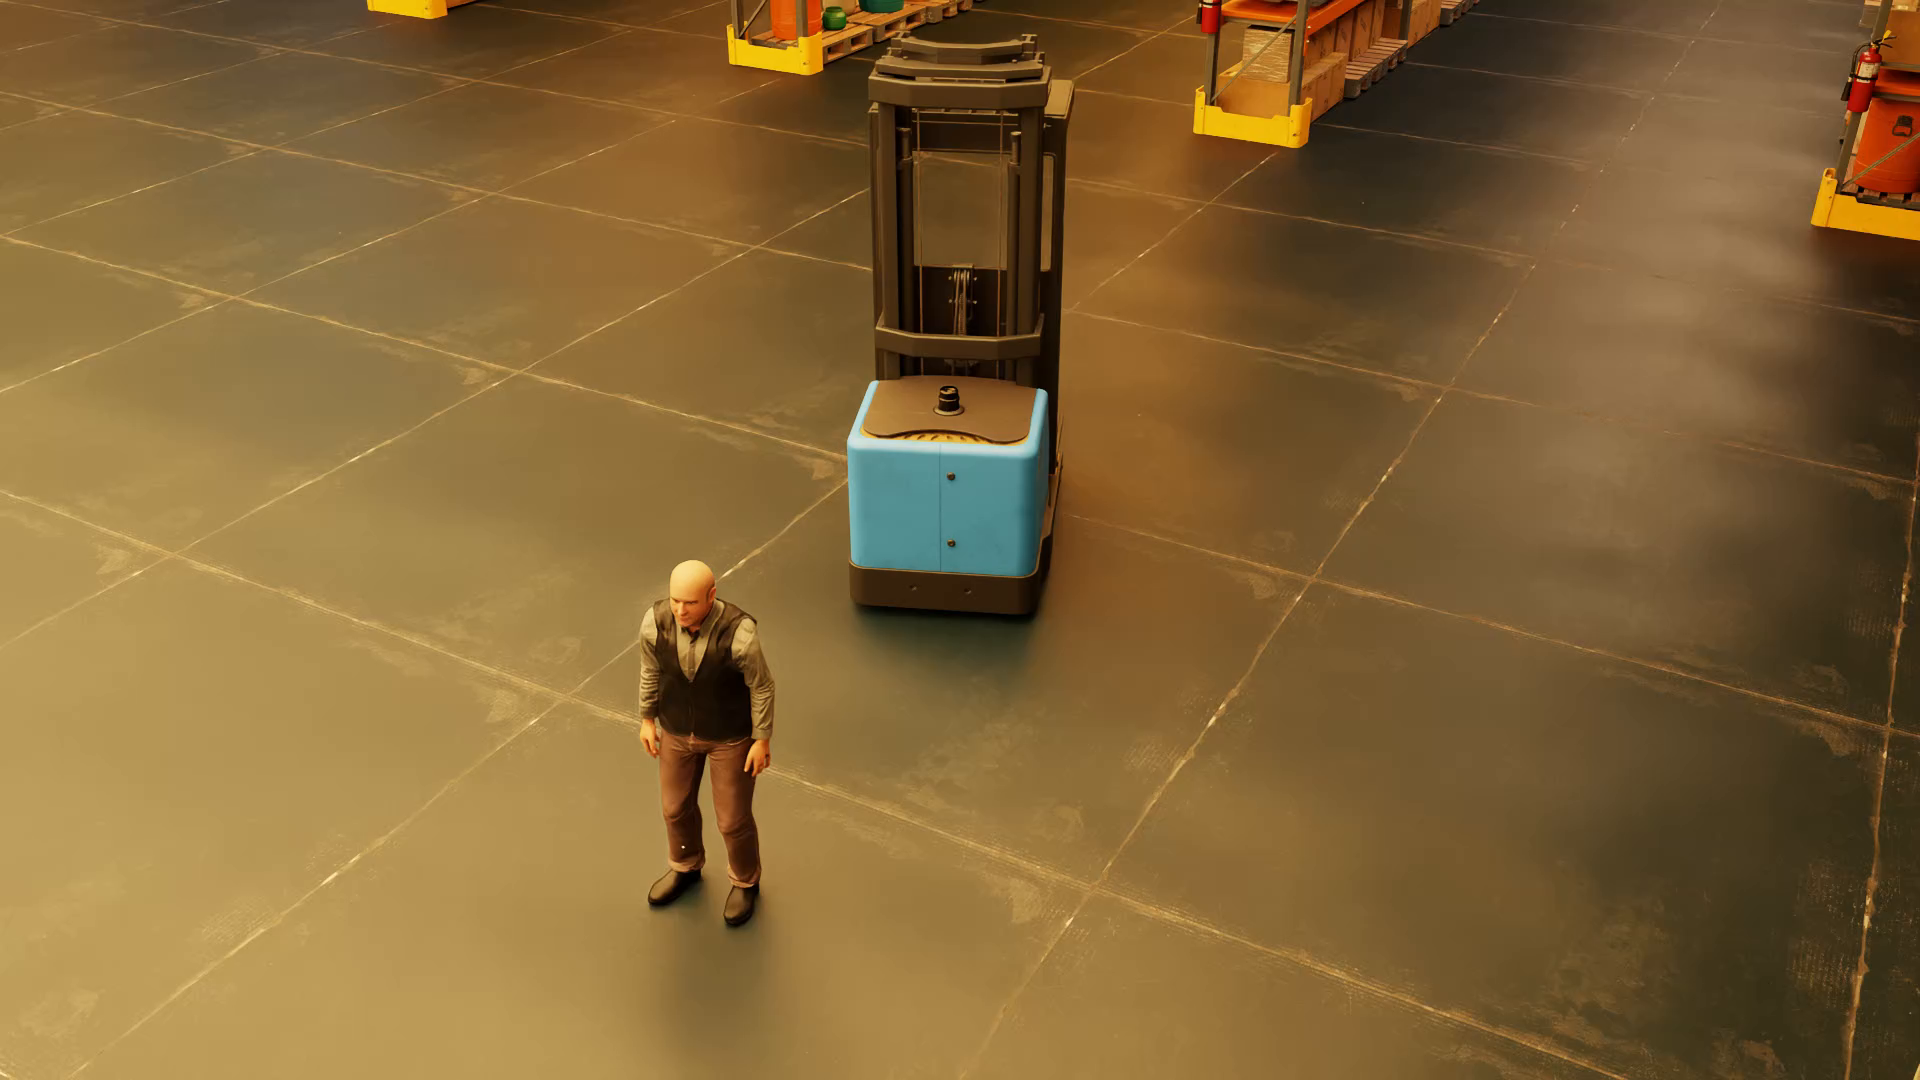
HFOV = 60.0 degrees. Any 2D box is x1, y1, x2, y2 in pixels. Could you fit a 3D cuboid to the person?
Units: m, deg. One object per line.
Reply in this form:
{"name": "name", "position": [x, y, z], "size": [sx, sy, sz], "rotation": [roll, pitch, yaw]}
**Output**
{"name": "person", "position": [-1.043, 0.798, 6.900], "size": [0.592, 1.720, 0.426], "rotation": [9, 31, 15]}

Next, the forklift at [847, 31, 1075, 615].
{"name": "forklift", "position": [0.072, -1.572, 9.794], "size": [1.130, 2.935, 3.031], "rotation": [3, 30, 6]}
